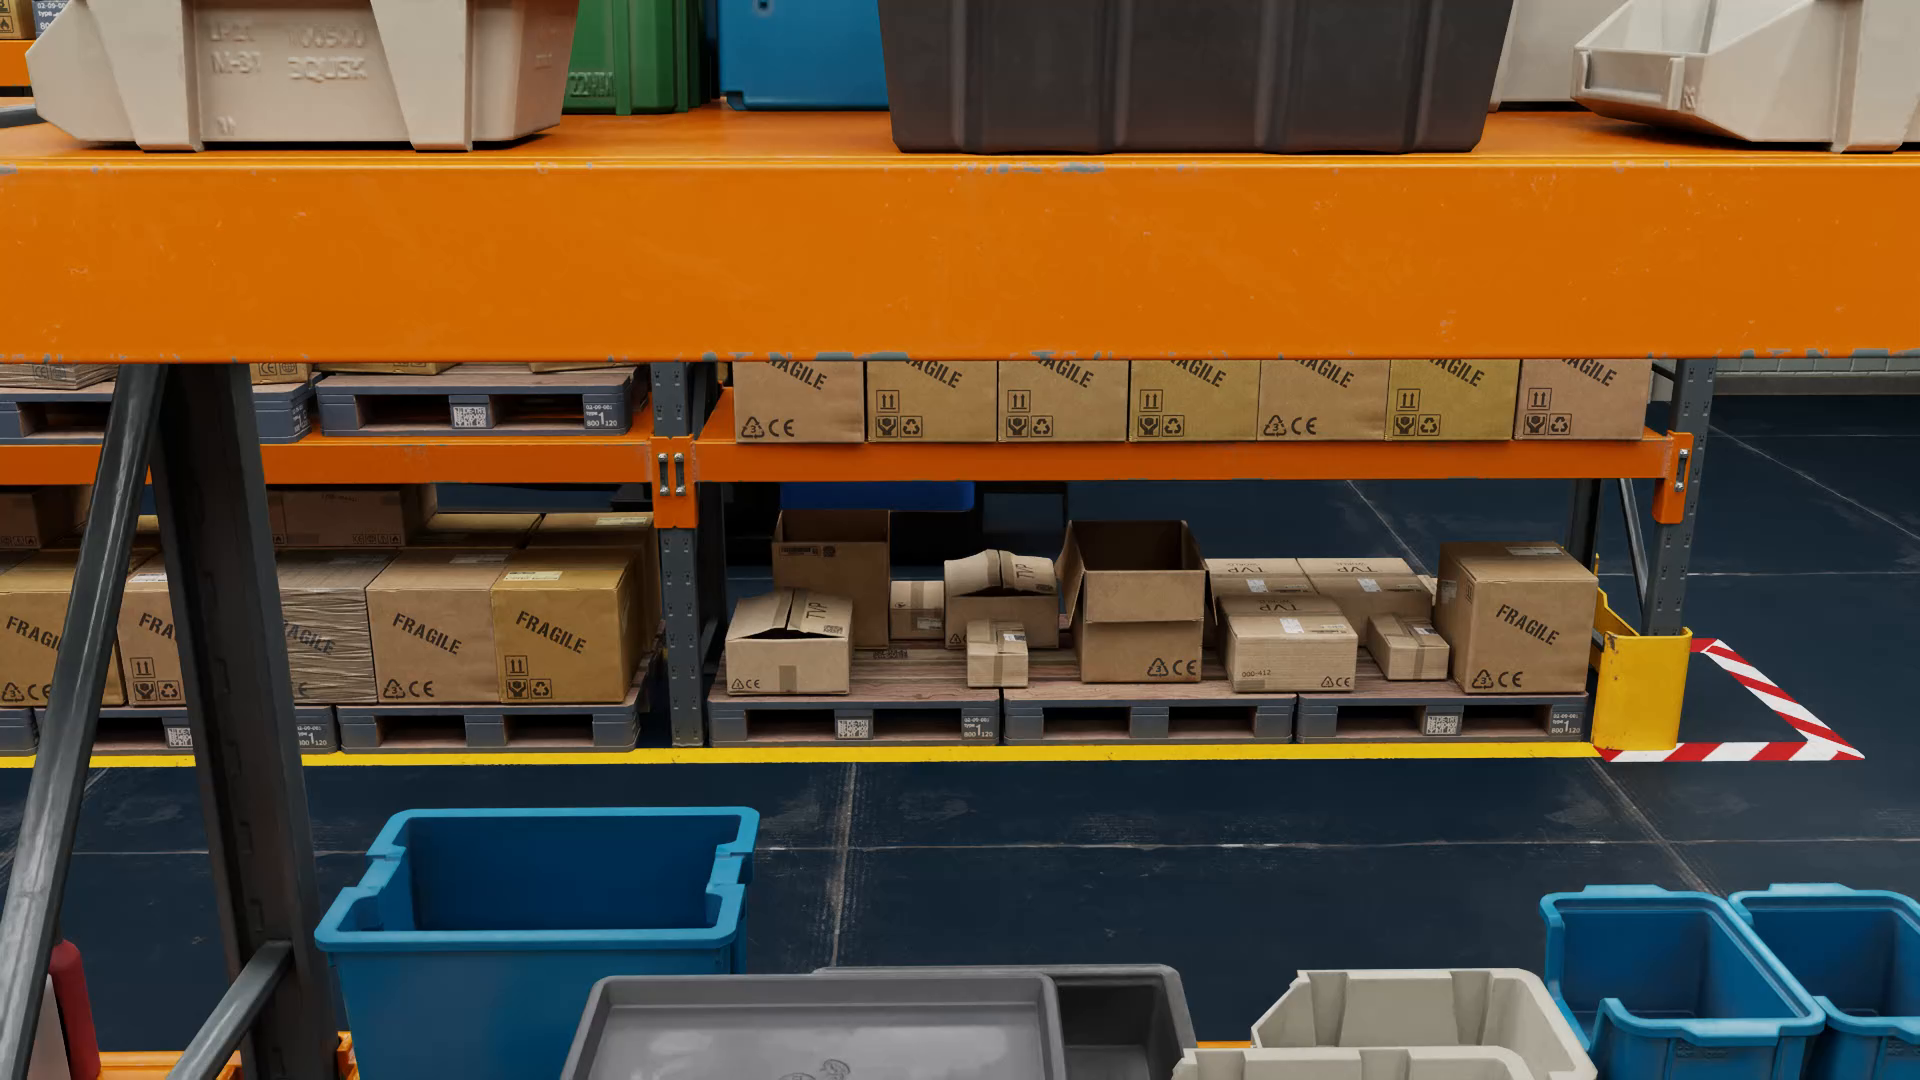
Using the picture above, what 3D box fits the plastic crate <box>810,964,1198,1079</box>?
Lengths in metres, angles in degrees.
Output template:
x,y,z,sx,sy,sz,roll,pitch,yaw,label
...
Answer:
x,y,z,sx,sy,sz,roll,pitch,yaw,label
0.056,0.807,2.473,0.590,0.125,0.437,0,18,-1,plastic crate

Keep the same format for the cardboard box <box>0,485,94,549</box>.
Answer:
x,y,z,sx,sy,sz,roll,pitch,yaw,label
-4.145,-0.156,7.266,0.500,0.250,0.500,0,18,1,cardboard box

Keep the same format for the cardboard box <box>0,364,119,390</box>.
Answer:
x,y,z,sx,sy,sz,roll,pitch,yaw,label
-3.587,-0.933,6.693,0.500,0.500,0.700,3,18,10,cardboard box

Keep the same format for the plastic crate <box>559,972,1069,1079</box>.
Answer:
x,y,z,sx,sy,sz,roll,pitch,yaw,label
-0.162,0.805,1.924,0.583,0.464,0.402,0,18,-1,plastic crate

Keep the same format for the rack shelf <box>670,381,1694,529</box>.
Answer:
x,y,z,sx,sy,sz,roll,pitch,yaw,label
0.866,-0.388,7.024,4.000,0.370,1.077,0,18,-1,rack shelf

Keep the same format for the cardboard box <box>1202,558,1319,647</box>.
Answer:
x,y,z,sx,sy,sz,roll,pitch,yaw,label
1.318,0.280,7.544,0.500,0.250,0.500,0,18,-1,cardboard box

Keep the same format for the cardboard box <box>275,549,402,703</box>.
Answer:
x,y,z,sx,sy,sz,roll,pitch,yaw,label
-2.618,0.352,6.912,0.500,0.500,0.500,0,18,0,cardboard box

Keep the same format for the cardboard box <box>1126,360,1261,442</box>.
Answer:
x,y,z,sx,sy,sz,roll,pitch,yaw,label
0.901,-0.696,6.642,0.500,0.500,0.500,-1,18,-2,cardboard box

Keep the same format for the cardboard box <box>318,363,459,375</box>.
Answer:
x,y,z,sx,sy,sz,roll,pitch,yaw,label
-2.297,-1.012,6.940,0.500,0.500,0.700,3,18,8,cardboard box

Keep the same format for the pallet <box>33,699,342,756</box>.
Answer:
x,y,z,sx,sy,sz,roll,pitch,yaw,label
-3.169,0.629,7.241,1.213,0.211,1.003,0,18,-1,pallet

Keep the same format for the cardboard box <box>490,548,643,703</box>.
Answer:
x,y,z,sx,sy,sz,roll,pitch,yaw,label
-1.622,0.350,6.918,0.500,0.500,0.500,0,18,-1,cardboard box

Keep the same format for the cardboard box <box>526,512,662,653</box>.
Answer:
x,y,z,sx,sy,sz,roll,pitch,yaw,label
-1.621,0.188,7.423,0.500,0.500,0.500,-1,18,-3,cardboard box

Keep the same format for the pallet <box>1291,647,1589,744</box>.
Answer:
x,y,z,sx,sy,sz,roll,pitch,yaw,label
1.993,0.592,7.356,1.213,0.211,1.003,0,18,-1,pallet

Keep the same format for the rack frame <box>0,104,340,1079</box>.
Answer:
x,y,z,sx,sy,sz,roll,pitch,yaw,label
-1.059,0.793,2.165,0.053,2.616,0.949,0,18,-1,rack frame

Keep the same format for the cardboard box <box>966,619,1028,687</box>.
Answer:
x,y,z,sx,sy,sz,roll,pitch,yaw,label
0.155,0.476,7.072,0.250,0.166,0.380,0,18,-1,cardboard box

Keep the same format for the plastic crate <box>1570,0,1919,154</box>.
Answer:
x,y,z,sx,sy,sz,roll,pitch,yaw,label
0.879,-0.444,1.543,0.530,0.136,0.437,0,18,-1,plastic crate

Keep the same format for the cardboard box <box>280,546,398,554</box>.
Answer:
x,y,z,sx,sy,sz,roll,pitch,yaw,label
-2.654,0.194,7.404,0.500,0.500,0.500,0,18,0,cardboard box

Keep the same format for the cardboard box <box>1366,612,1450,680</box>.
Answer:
x,y,z,sx,sy,sz,roll,pitch,yaw,label
1.920,0.452,7.147,0.250,0.166,0.380,0,18,-1,cardboard box

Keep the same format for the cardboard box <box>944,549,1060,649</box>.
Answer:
x,y,z,sx,sy,sz,roll,pitch,yaw,label
0.182,0.257,7.517,0.500,0.311,0.500,0,18,-1,cardboard box

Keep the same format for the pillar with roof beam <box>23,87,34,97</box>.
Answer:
x,y,z,sx,sy,sz,roll,pitch,yaw,label
-6.460,-4.014,7.329,0.400,9.000,9.100,0,18,-1,pillar with roof beam

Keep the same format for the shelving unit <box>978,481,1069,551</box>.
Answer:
x,y,z,sx,sy,sz,roll,pitch,yaw,label
0.359,-0.997,9.217,0.503,2.100,0.431,1,18,2,shelving unit

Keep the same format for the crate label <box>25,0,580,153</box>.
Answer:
x,y,z,sx,sy,sz,roll,pitch,yaw,label
-0.565,-0.425,1.482,0.466,0.136,0.293,0,18,-1,crate label

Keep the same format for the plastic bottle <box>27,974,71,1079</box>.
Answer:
x,y,z,sx,sy,sz,roll,pitch,yaw,label
-1.456,0.718,2.478,0.185,0.351,0.144,0,18,-1,plastic bottle

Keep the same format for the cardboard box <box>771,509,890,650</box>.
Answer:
x,y,z,sx,sy,sz,roll,pitch,yaw,label
-0.568,0.171,7.477,0.500,0.500,0.500,0,18,-1,cardboard box

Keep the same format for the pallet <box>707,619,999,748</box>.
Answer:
x,y,z,sx,sy,sz,roll,pitch,yaw,label
-0.447,0.604,7.319,1.213,0.211,1.003,0,18,-1,pallet

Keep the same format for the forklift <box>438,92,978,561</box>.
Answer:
x,y,z,sx,sy,sz,roll,pitch,yaw,label
-1.412,-1.427,9.197,3.031,2.935,1.130,1,18,2,forklift

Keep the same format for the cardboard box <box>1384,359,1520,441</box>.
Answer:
x,y,z,sx,sy,sz,roll,pitch,yaw,label
1.904,-0.699,6.652,0.500,0.500,0.500,0,18,0,cardboard box

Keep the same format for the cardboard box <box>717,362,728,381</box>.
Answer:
x,y,z,sx,sy,sz,roll,pitch,yaw,label
-1.863,-1.367,11.731,0.750,0.750,0.750,0,18,0,cardboard box

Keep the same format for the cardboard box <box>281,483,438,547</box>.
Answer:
x,y,z,sx,sy,sz,roll,pitch,yaw,label
-2.621,-0.164,7.294,0.500,0.250,0.500,0,18,-1,cardboard box

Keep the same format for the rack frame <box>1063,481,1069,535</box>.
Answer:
x,y,z,sx,sy,sz,roll,pitch,yaw,label
0.603,-0.994,9.208,0.015,2.100,0.400,1,18,2,rack frame

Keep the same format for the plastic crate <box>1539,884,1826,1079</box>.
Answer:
x,y,z,sx,sy,sz,roll,pitch,yaw,label
1.072,0.732,2.530,0.300,0.233,0.416,0,18,-1,plastic crate

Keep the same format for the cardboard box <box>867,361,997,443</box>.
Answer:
x,y,z,sx,sy,sz,roll,pitch,yaw,label
-0.107,-0.691,6.628,0.500,0.500,0.500,0,18,0,cardboard box

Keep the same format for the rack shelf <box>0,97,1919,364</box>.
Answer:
x,y,z,sx,sy,sz,roll,pitch,yaw,label
0.941,-0.303,1.850,4.000,0.370,1.077,0,18,-1,rack shelf

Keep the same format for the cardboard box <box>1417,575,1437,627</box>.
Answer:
x,y,z,sx,sy,sz,roll,pitch,yaw,label
2.192,0.298,7.627,0.250,0.166,0.380,0,18,-1,cardboard box

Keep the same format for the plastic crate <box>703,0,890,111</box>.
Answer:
x,y,z,sx,sy,sz,roll,pitch,yaw,label
-0.154,-0.658,2.053,0.300,0.233,0.416,0,18,-1,plastic crate

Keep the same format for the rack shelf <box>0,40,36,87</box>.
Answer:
x,y,z,sx,sy,sz,roll,pitch,yaw,label
-3.133,-1.797,6.506,4.000,0.370,1.077,0,18,-1,rack shelf

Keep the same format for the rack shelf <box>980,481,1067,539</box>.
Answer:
x,y,z,sx,sy,sz,roll,pitch,yaw,label
0.359,-0.317,9.435,0.480,0.518,0.431,1,18,2,rack shelf

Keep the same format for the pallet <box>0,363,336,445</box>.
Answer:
x,y,z,sx,sy,sz,roll,pitch,yaw,label
-3.188,-0.621,6.887,1.213,0.211,1.003,0,18,-1,pallet

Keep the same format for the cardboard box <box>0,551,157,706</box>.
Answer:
x,y,z,sx,sy,sz,roll,pitch,yaw,label
-3.648,0.359,6.889,0.500,0.500,0.500,-1,18,-2,cardboard box

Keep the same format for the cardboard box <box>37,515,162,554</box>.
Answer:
x,y,z,sx,sy,sz,roll,pitch,yaw,label
-3.684,0.201,7.383,0.500,0.500,0.500,-1,18,-3,cardboard box

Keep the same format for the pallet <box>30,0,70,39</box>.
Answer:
x,y,z,sx,sy,sz,roll,pitch,yaw,label
-2.823,-2.072,6.493,1.003,0.211,1.213,0,18,-1,pallet

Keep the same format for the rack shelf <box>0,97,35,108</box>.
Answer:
x,y,z,sx,sy,sz,roll,pitch,yaw,label
-3.059,-0.284,1.790,4.000,0.370,1.077,0,18,-1,rack shelf
